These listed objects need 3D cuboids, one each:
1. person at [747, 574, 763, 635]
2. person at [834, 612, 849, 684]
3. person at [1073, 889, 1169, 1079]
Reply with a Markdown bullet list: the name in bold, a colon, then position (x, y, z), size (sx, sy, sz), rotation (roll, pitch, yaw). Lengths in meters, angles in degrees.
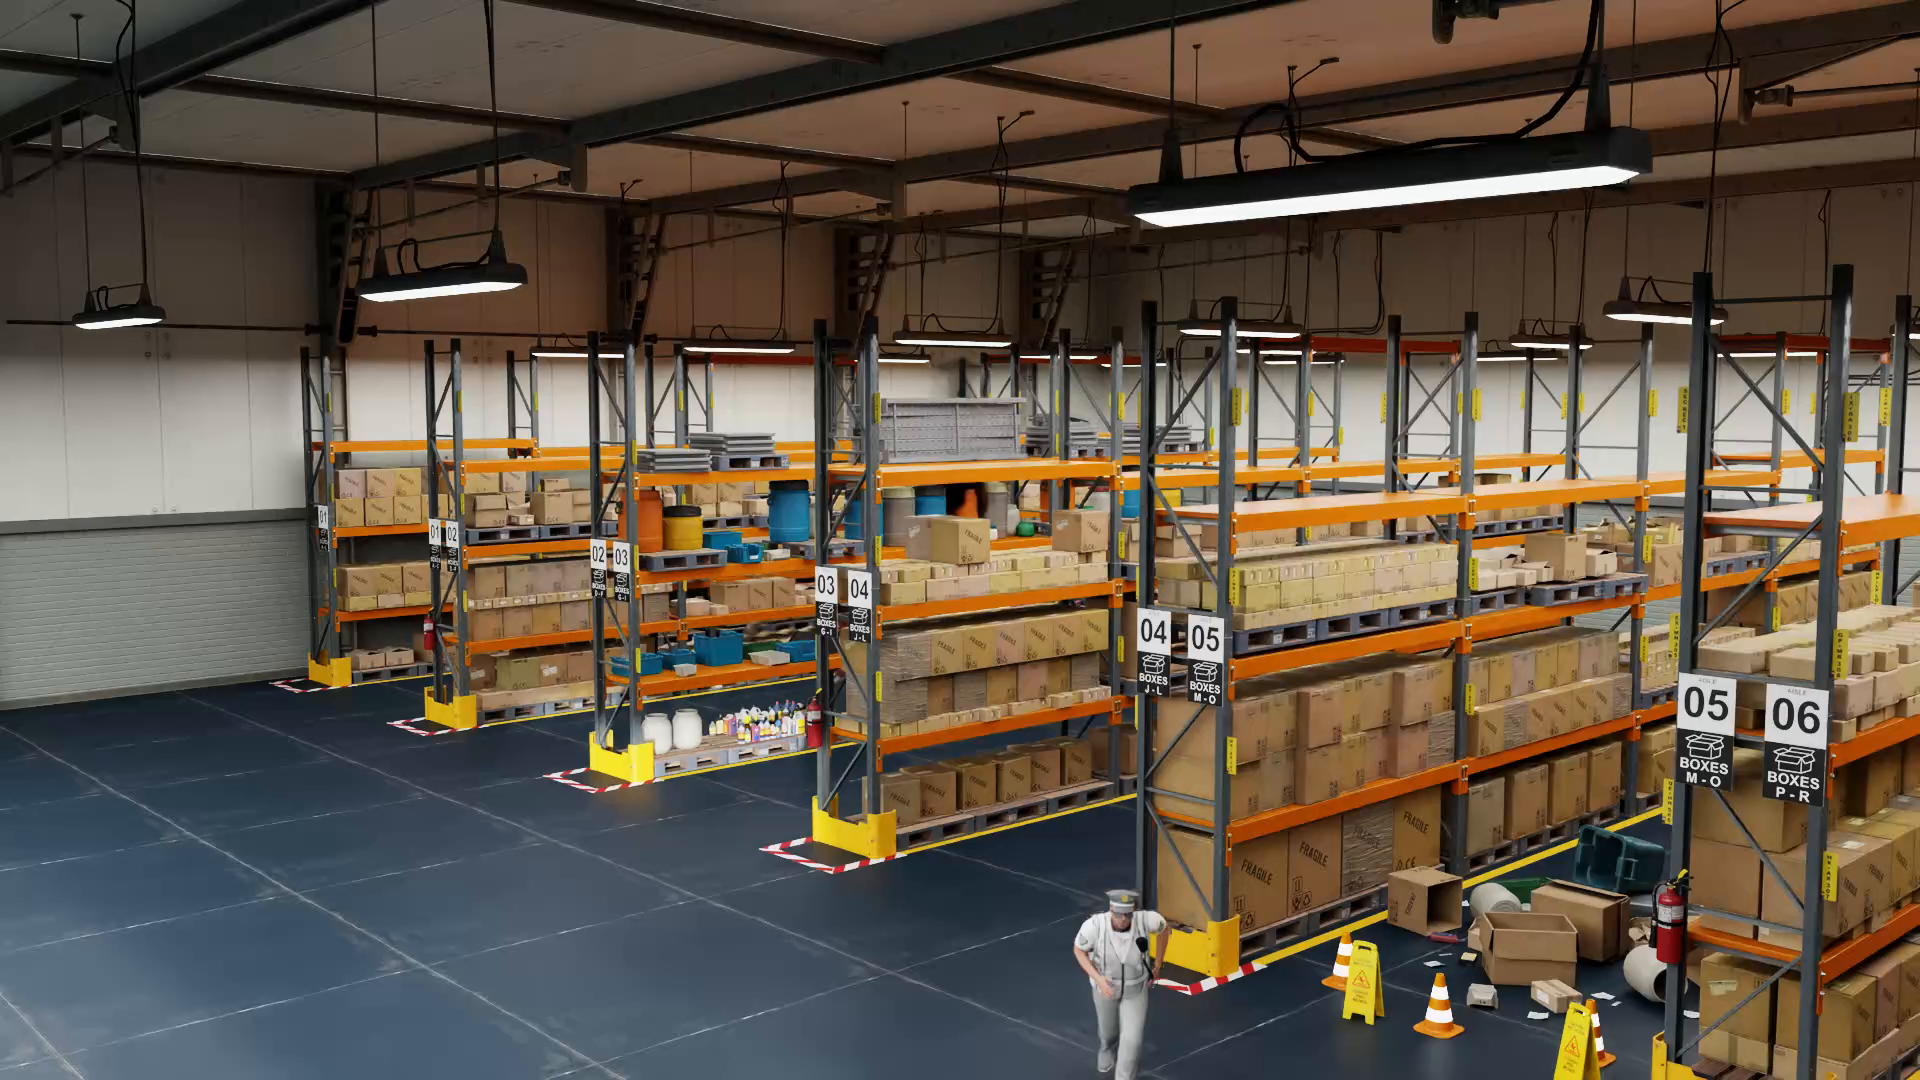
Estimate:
- **person**: position (-4.039, 1.446, 32.595), size (0.642, 1.683, 0.729), rotation (4, 7, 39)
- **person**: position (-1.892, 1.571, 28.299), size (0.603, 1.672, 0.791), rotation (3, 6, 34)
- **person**: position (1.168, 3.288, 12.183), size (0.703, 1.720, 1.024), rotation (0, 5, -1)
